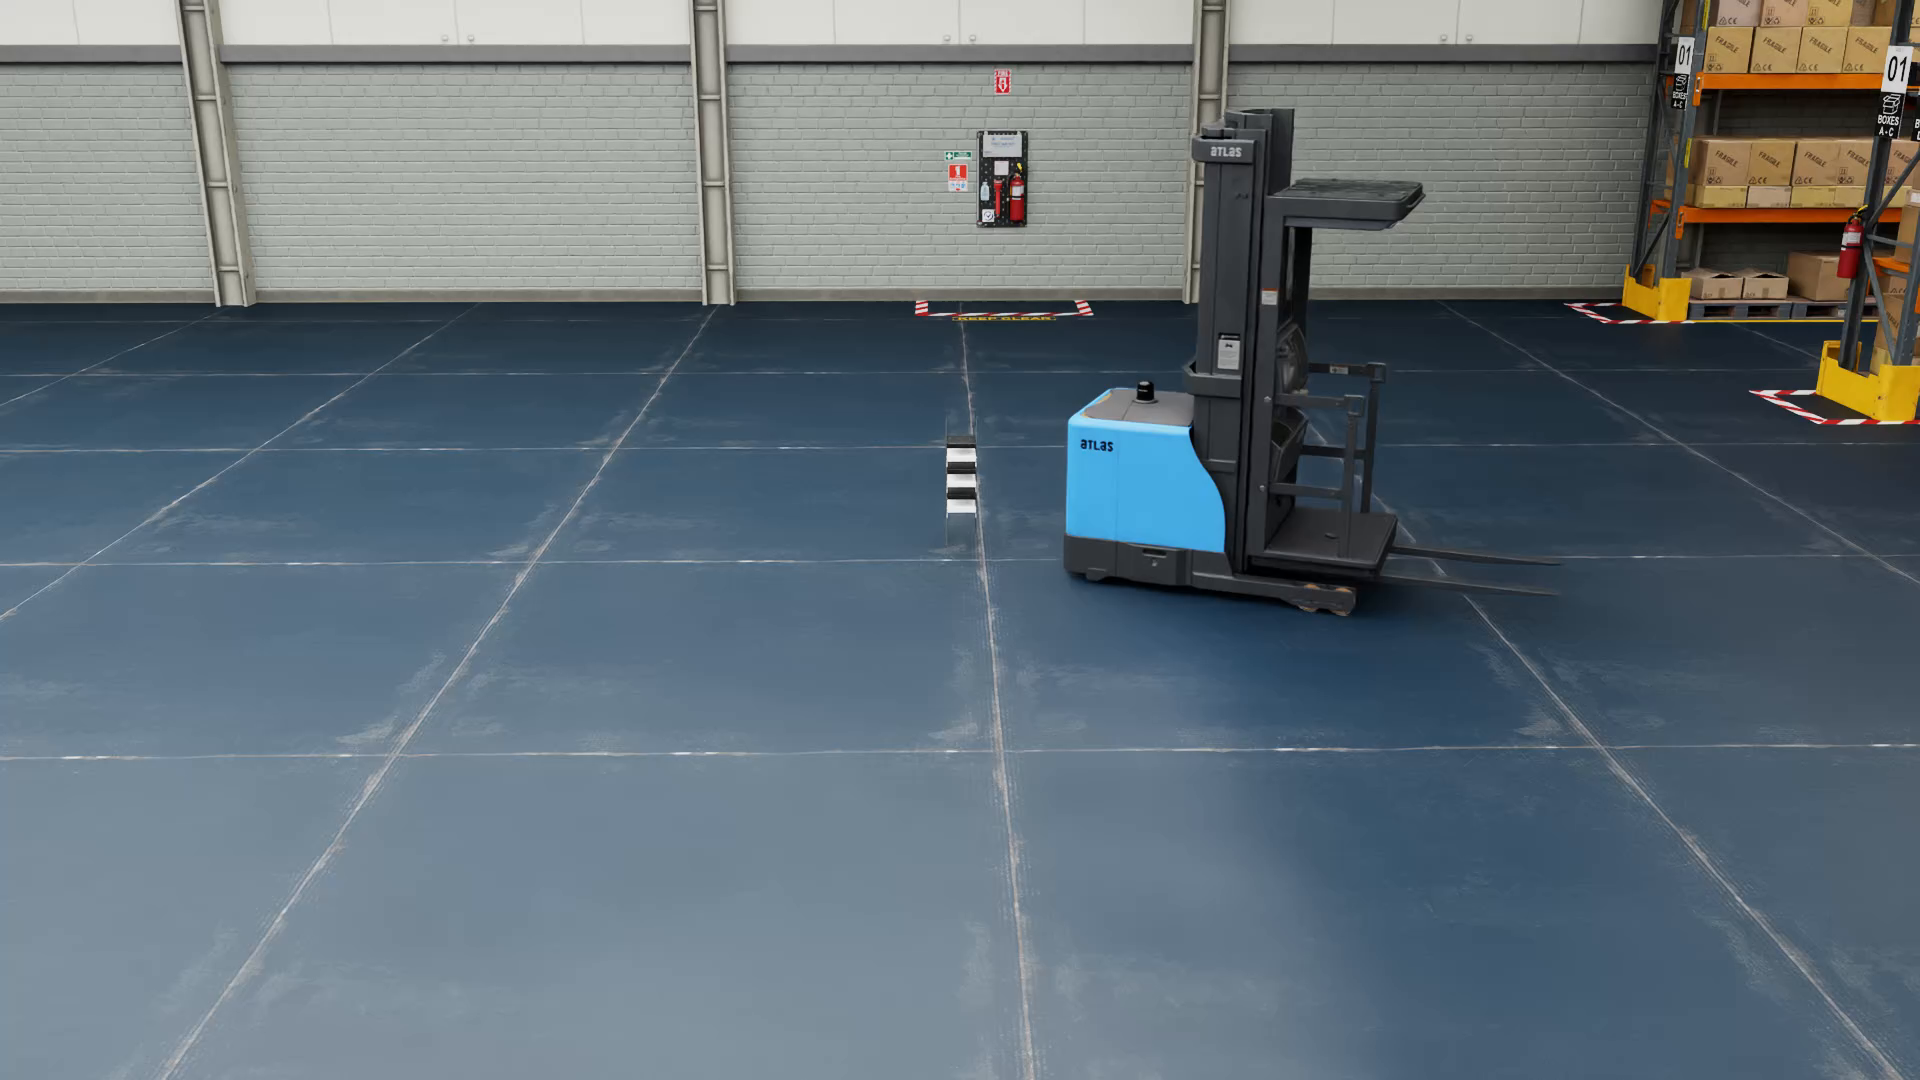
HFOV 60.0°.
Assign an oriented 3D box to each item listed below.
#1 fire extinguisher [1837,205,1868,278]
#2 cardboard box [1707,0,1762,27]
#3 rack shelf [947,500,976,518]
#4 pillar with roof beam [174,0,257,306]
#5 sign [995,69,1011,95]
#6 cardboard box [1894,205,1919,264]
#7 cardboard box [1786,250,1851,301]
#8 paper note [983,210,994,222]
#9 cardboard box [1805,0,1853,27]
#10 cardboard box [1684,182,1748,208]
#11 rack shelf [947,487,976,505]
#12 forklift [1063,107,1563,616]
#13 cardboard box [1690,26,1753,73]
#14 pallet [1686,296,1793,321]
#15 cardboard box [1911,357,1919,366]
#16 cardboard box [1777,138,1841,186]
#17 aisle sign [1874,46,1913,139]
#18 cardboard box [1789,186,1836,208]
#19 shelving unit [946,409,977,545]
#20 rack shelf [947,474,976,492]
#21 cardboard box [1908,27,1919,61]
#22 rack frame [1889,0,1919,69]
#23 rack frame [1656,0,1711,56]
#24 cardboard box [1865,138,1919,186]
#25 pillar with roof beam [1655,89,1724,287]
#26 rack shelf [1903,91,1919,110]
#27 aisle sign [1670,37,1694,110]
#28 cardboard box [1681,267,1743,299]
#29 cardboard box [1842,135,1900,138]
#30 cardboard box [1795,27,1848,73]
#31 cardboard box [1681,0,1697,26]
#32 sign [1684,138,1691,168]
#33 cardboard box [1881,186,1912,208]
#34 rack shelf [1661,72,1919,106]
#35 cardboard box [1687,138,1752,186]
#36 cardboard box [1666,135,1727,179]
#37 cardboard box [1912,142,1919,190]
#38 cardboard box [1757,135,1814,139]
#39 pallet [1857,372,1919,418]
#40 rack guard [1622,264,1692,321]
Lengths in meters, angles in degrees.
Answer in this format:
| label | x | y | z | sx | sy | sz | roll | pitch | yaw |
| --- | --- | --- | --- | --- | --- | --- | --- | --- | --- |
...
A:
| label | x | y | z | sx | sy | sz | roll | pitch | yaw |
| --- | --- | --- | --- | --- | --- | --- | --- | --- | --- |
| fire extinguisher | 8.270 | -2.772 | 15.405 | 0.183 | 0.674 | 0.296 | 0 | 18 | -1 |
| cardboard box | 8.703 | -6.070 | 18.815 | 0.500 | 0.500 | 0.500 | -2 | 18 | -5 |
| rack shelf | 0.008 | -0.225 | 11.475 | 0.200 | 0.077 | 0.258 | 0 | 18 | -1 |
| pillar with roof beam | -8.930 | -5.903 | 15.218 | 0.400 | 9.000 | 9.100 | 0 | 18 | -1 |
| sign | 0.519 | -5.553 | 20.153 | 0.199 | 0.298 | 0.001 | 0 | 18 | -1 |
| cardboard box | 8.862 | -2.714 | 14.933 | 0.500 | 0.500 | 0.700 | 0 | 18 | -1 |
| cardboard box | 10.311 | -3.167 | 19.881 | 0.500 | 0.500 | 0.700 | -1 | 18 | -4 |
| paper note | 0.351 | -4.020 | 20.610 | 0.142 | 0.148 | 0.016 | 0 | 18 | -1 |
| cardboard box | 9.717 | -6.063 | 18.792 | 0.500 | 0.500 | 0.500 | 0 | 18 | 1 |
| cardboard box | 8.806 | -4.024 | 19.394 | 0.500 | 0.250 | 0.500 | -1 | 18 | -2 |
| rack shelf | 0.008 | -0.311 | 11.448 | 0.200 | 0.077 | 0.258 | 0 | 18 | -1 |
| forklift | 2.237 | -1.119 | 10.237 | 3.031 | 2.935 | 1.130 | 7 | 19 | 20 |
| cardboard box | 8.652 | -5.591 | 18.960 | 0.500 | 0.500 | 0.500 | 0 | 18 | 1 |
| pallet | 9.202 | -2.846 | 20.075 | 1.213 | 0.211 | 1.003 | 0 | 18 | -1 |
| cardboard box | 8.935 | -1.493 | 15.105 | 0.500 | 0.250 | 0.500 | 0 | 18 | -1 |
| cardboard box | 9.807 | -4.386 | 19.295 | 0.500 | 0.500 | 0.500 | -1 | 18 | -3 |
| aisle sign | 8.325 | -3.995 | 14.835 | 0.004 | 0.787 | 0.394 | 0 | 18 | -1 |
| cardboard box | 9.835 | -4.032 | 19.418 | 0.500 | 0.250 | 0.500 | -1 | 18 | -2 |
| shelving unit | 0.008 | -0.429 | 11.410 | 0.210 | 0.900 | 0.258 | 0 | 18 | -1 |
| rack shelf | 0.008 | -0.397 | 11.420 | 0.200 | 0.077 | 0.258 | 0 | 18 | -1 |
| cardboard box | 10.753 | -5.595 | 18.970 | 0.500 | 0.500 | 0.500 | -1 | 18 | -3 |
| rack frame | 8.395 | -5.524 | 14.037 | 0.127 | 3.000 | 1.000 | 0 | 18 | -1 |
| rack frame | 8.313 | -7.037 | 18.753 | 0.127 | 3.000 | 1.000 | 0 | 18 | -1 |
| cardboard box | 10.842 | -4.395 | 19.323 | 0.500 | 0.500 | 0.500 | -1 | 18 | -2 |
| pillar with roof beam | 9.068 | -5.990 | 15.488 | 0.400 | 9.000 | 9.100 | 0 | 18 | -1 |
| rack shelf | 10.395 | -3.763 | 14.635 | 4.000 | 0.370 | 1.077 | 0 | 18 | -1 |
| aisle sign | 8.246 | -5.327 | 18.986 | 0.004 | 0.787 | 0.394 | 0 | 18 | -1 |
| cardboard box | 9.007 | -3.086 | 19.938 | 0.500 | 0.311 | 0.500 | -2 | 18 | -7 |
| cardboard box | 10.824 | -4.555 | 19.820 | 0.500 | 0.500 | 0.500 | 0 | 18 | 1 |
| cardboard box | 9.708 | -5.587 | 18.945 | 0.500 | 0.500 | 0.500 | 1 | 18 | 2 |
| cardboard box | 8.740 | -6.224 | 19.295 | 0.500 | 0.500 | 0.500 | 1 | 18 | 2 |
| sign | 8.322 | -4.427 | 19.020 | 0.005 | 0.325 | 0.100 | 0 | 18 | -1 |
| cardboard box | 10.843 | -4.036 | 19.432 | 0.500 | 0.250 | 0.500 | 0 | 18 | -1 |
| rack shelf | 10.313 | -5.276 | 19.351 | 4.000 | 0.370 | 1.077 | 0 | 18 | -1 |
| cardboard box | 8.796 | -4.386 | 19.296 | 0.500 | 0.500 | 0.500 | 0 | 18 | -1 |
| cardboard box | 8.781 | -4.543 | 19.784 | 0.500 | 0.500 | 0.500 | 0 | 18 | -1 |
| cardboard box | 8.915 | -3.332 | 14.735 | 0.500 | 0.500 | 0.700 | 0 | 18 | -1 |
| cardboard box | 9.802 | -4.546 | 19.794 | 0.500 | 0.500 | 0.500 | -1 | 18 | -2 |
| pallet | 9.159 | -1.356 | 15.430 | 1.213 | 0.211 | 1.003 | 0 | 18 | -1 |
| rack guard | 8.389 | -2.991 | 20.052 | 0.348 | 0.500 | 1.175 | 0 | 18 | -1 |
